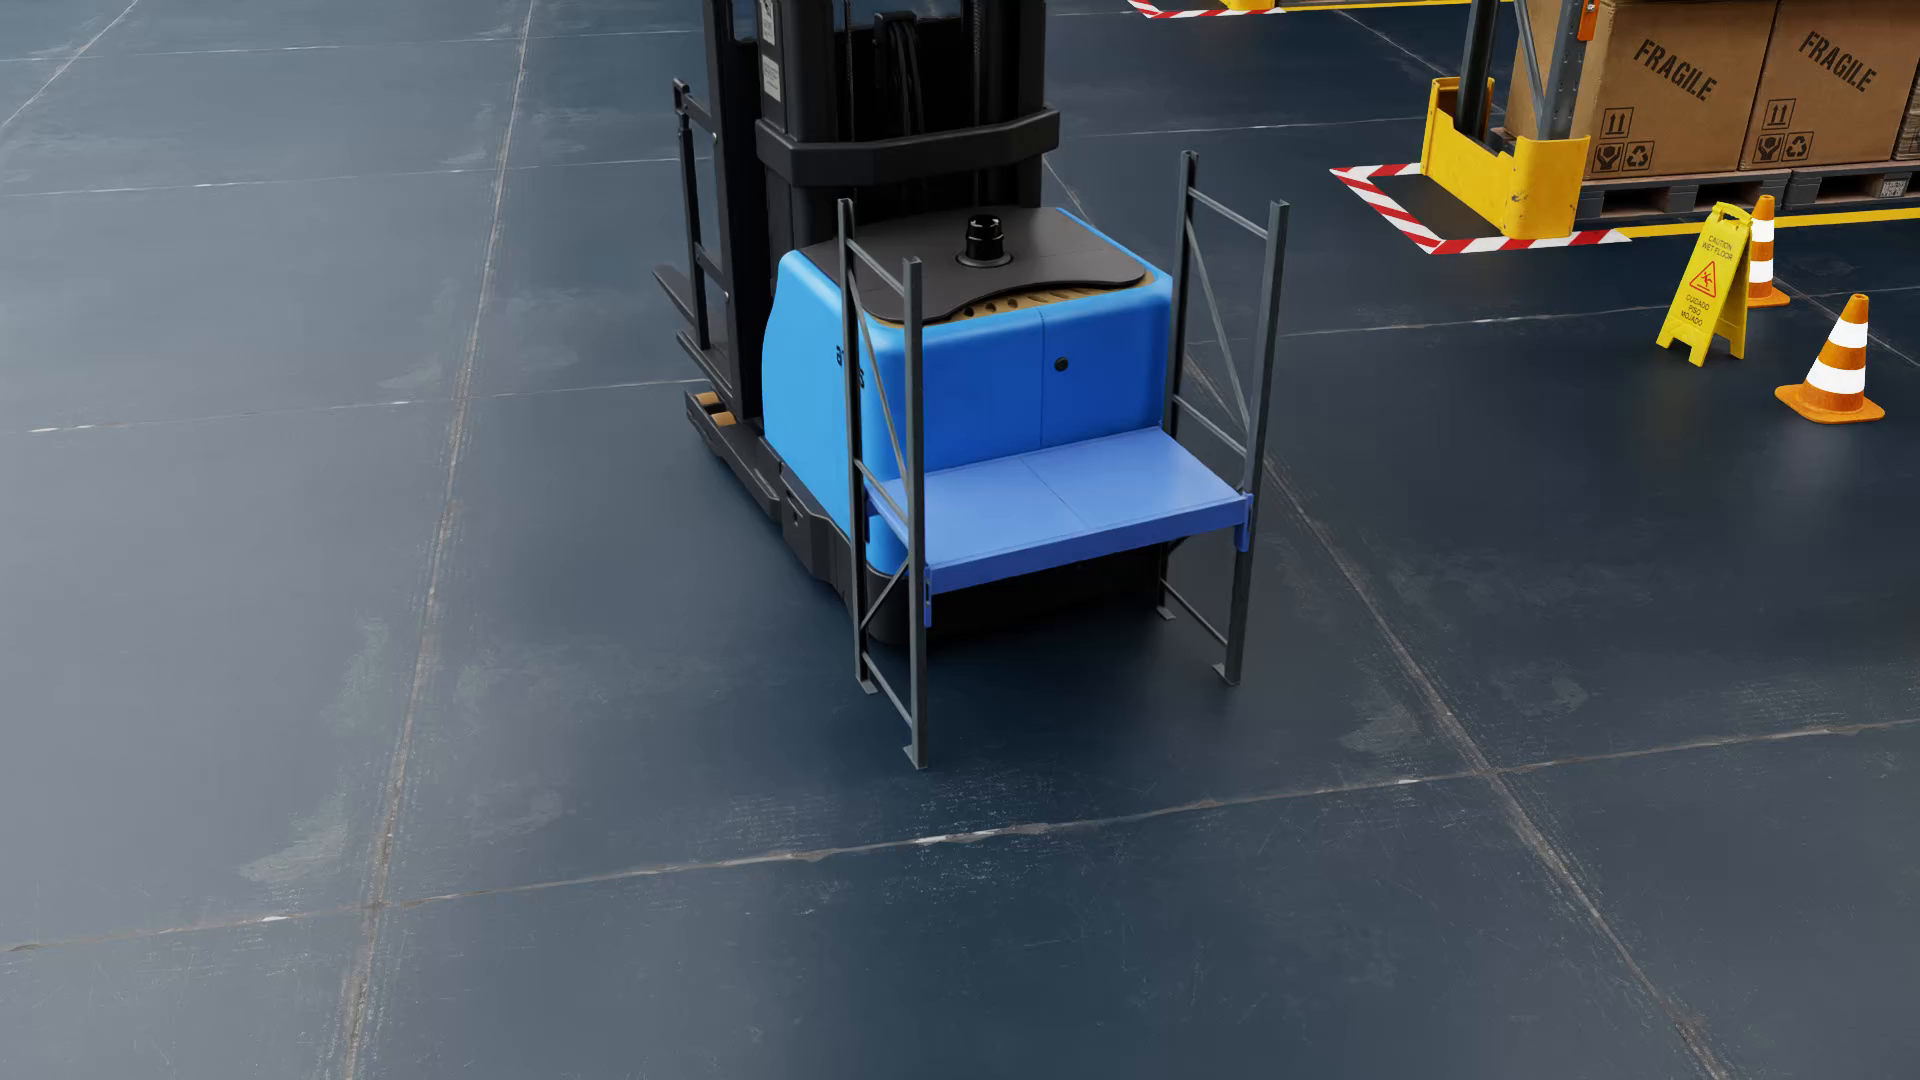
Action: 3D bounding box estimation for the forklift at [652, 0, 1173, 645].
[{"bbox_3d":[-0.408,-1.669,5.696,1.130,2.935,3.031,-14,33,-22],"label":"forklift"}]

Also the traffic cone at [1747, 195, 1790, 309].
[{"bbox_3d":[3.617,-1.338,7.569,0.334,0.463,0.336,-5,31,-9],"label":"traffic cone"}]

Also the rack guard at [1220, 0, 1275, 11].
[{"bbox_3d":[2.120,-4.503,12.914,0.348,0.500,1.175,-5,31,-9],"label":"rack guard"}]

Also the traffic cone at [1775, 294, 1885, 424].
[{"bbox_3d":[3.487,-0.744,6.558,0.334,0.463,0.336,-5,31,-9],"label":"traffic cone"}]

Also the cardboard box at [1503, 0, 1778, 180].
[{"bbox_3d":[3.494,-2.451,8.641,0.875,0.875,0.875,-5,31,-9],"label":"cardboard box"}]

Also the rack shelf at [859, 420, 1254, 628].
[{"bbox_3d":[0.264,-0.066,4.738,1.000,0.185,0.538,-12,33,-20],"label":"rack shelf"}]

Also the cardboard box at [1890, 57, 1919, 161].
[{"bbox_3d":[5.257,-2.615,8.919,0.875,0.875,0.875,-5,31,-9],"label":"cardboard box"}]

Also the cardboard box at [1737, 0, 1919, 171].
[{"bbox_3d":[4.360,-2.532,8.779,0.875,0.875,0.875,-6,31,-10],"label":"cardboard box"}]

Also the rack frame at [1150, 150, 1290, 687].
[{"bbox_3d":[0.730,-0.324,4.821,0.032,1.500,0.500,-12,33,-20],"label":"rack frame"}]

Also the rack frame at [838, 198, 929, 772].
[{"bbox_3d":[-0.202,-0.118,4.472,0.032,1.500,0.500,-12,33,-20],"label":"rack frame"}]

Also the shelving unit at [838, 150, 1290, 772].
[{"bbox_3d":[0.264,-0.221,4.646,1.048,1.500,0.538,-12,33,-20],"label":"shelving unit"}]

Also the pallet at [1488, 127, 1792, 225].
[{"bbox_3d":[3.612,-2.001,8.945,1.213,0.211,1.003,-5,31,-9],"label":"pallet"}]

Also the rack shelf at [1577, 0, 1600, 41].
[{"bbox_3d":[4.807,-2.963,8.540,4.000,0.370,1.077,-5,31,-9],"label":"rack shelf"}]

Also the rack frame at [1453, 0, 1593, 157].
[{"bbox_3d":[2.839,-3.091,8.047,0.127,3.000,1.000,-5,31,-9],"label":"rack frame"}]

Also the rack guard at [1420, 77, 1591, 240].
[{"bbox_3d":[2.816,-2.011,8.677,0.348,0.500,1.175,-5,31,-9],"label":"rack guard"}]

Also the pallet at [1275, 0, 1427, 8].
[{"bbox_3d":[2.926,-4.435,13.084,1.213,0.211,1.003,-5,31,-9],"label":"pallet"}]

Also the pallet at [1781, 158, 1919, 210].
[{"bbox_3d":[4.809,-2.111,9.131,1.213,0.211,1.003,-5,31,-9],"label":"pallet"}]

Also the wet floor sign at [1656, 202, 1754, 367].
[{"bbox_3d":[3.167,-1.086,6.961,0.232,0.644,0.267,-11,32,-17],"label":"wet floor sign"}]
